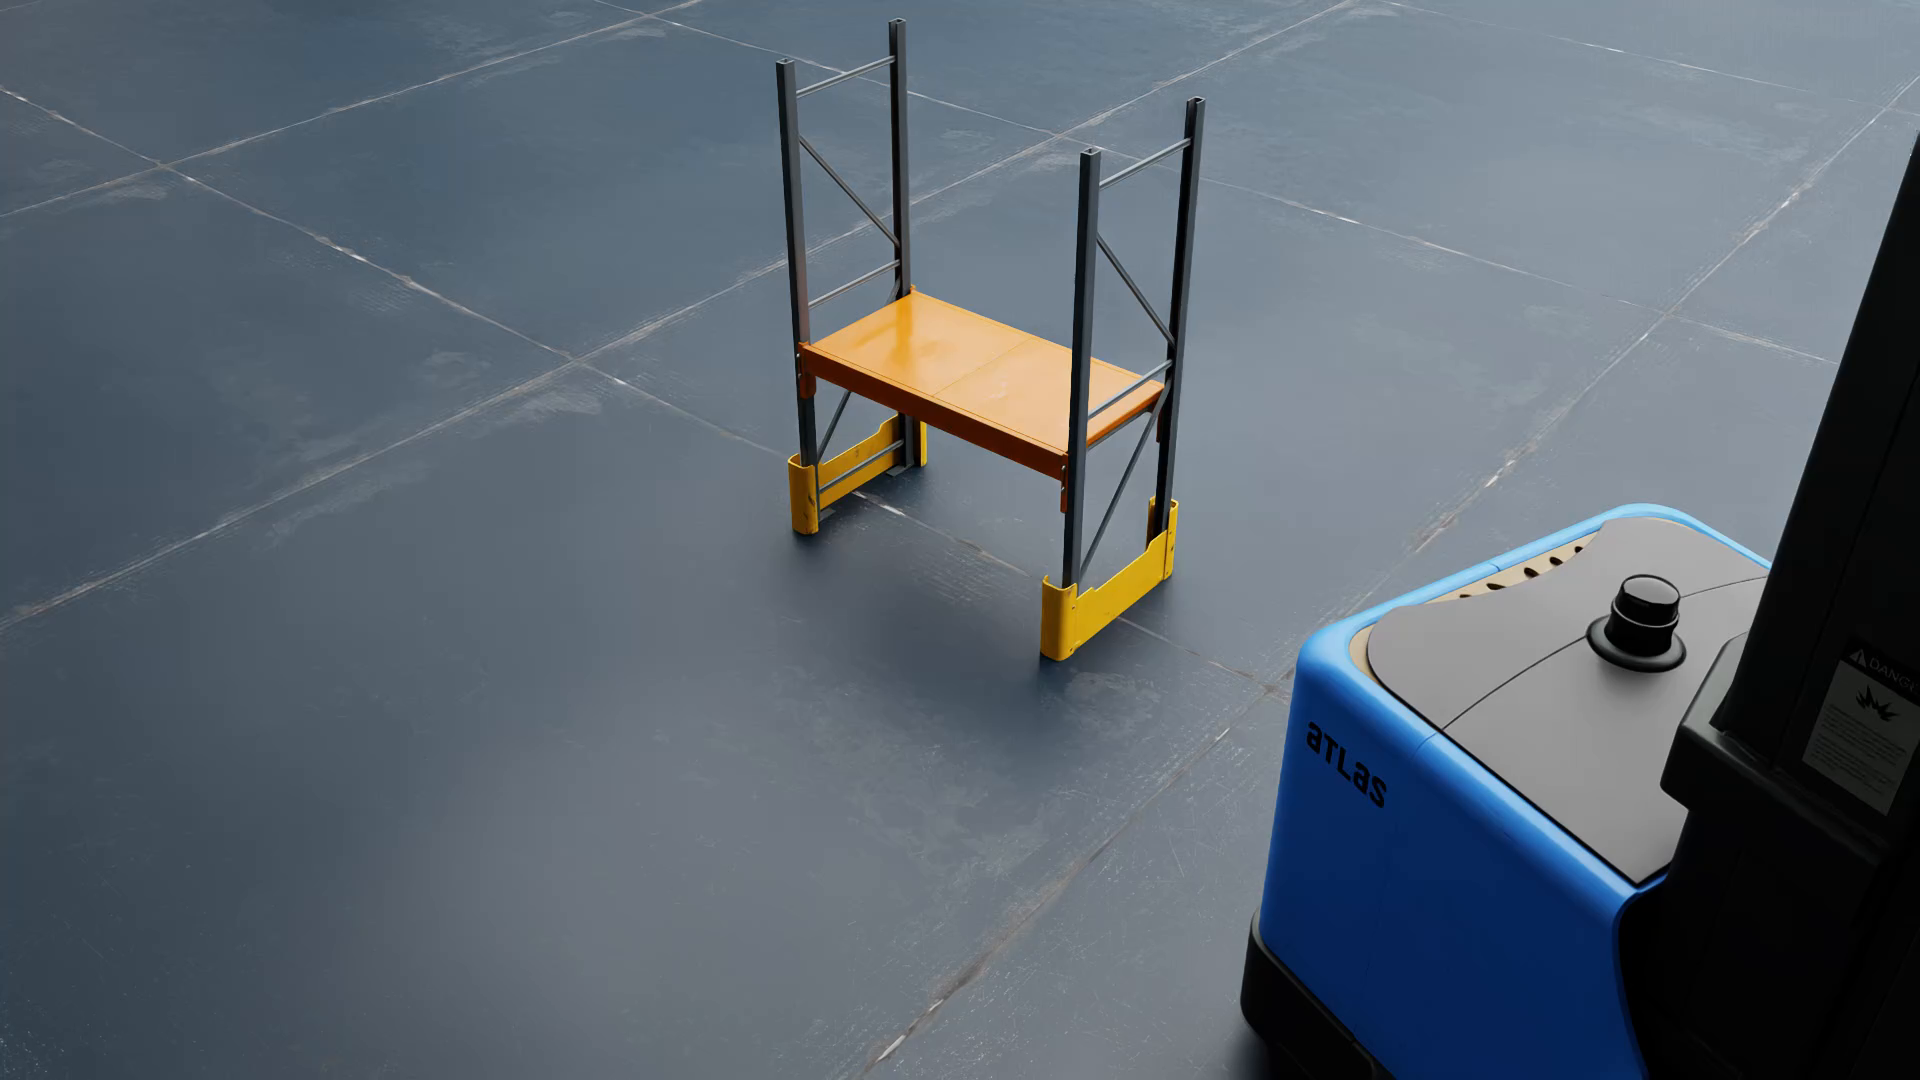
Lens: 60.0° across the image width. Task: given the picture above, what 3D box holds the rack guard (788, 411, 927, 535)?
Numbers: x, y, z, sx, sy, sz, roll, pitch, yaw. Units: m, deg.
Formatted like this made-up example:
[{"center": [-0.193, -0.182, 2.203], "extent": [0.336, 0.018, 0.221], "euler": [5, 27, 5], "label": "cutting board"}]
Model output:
[{"center": [-0.324, -0.256, 5.402], "extent": [0.087, 0.250, 0.587], "euler": [25, 42, 32], "label": "rack guard"}]

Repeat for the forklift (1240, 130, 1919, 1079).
[{"center": [1.803, 0.433, 2.030], "extent": [1.130, 2.935, 3.031], "euler": [-19, 39, -25], "label": "forklift"}]

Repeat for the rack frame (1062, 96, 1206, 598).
[{"center": [0.456, -0.403, 4.512], "extent": [0.032, 1.500, 0.500], "euler": [25, 42, 32], "label": "rack frame"}]

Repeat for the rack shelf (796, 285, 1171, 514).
[{"center": [0.066, -0.439, 4.882], "extent": [1.000, 0.185, 0.538], "euler": [25, 42, 32], "label": "rack shelf"}]

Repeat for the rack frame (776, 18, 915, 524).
[{"center": [-0.325, -0.771, 5.049], "extent": [0.032, 1.500, 0.500], "euler": [25, 42, 32], "label": "rack frame"}]

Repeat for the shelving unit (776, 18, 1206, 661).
[{"center": [0.059, -0.591, 4.785], "extent": [1.083, 1.500, 0.587], "euler": [25, 42, 32], "label": "shelving unit"}]

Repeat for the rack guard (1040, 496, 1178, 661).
[{"center": [0.441, 0.105, 4.876], "extent": [0.087, 0.250, 0.587], "euler": [25, 42, 32], "label": "rack guard"}]
